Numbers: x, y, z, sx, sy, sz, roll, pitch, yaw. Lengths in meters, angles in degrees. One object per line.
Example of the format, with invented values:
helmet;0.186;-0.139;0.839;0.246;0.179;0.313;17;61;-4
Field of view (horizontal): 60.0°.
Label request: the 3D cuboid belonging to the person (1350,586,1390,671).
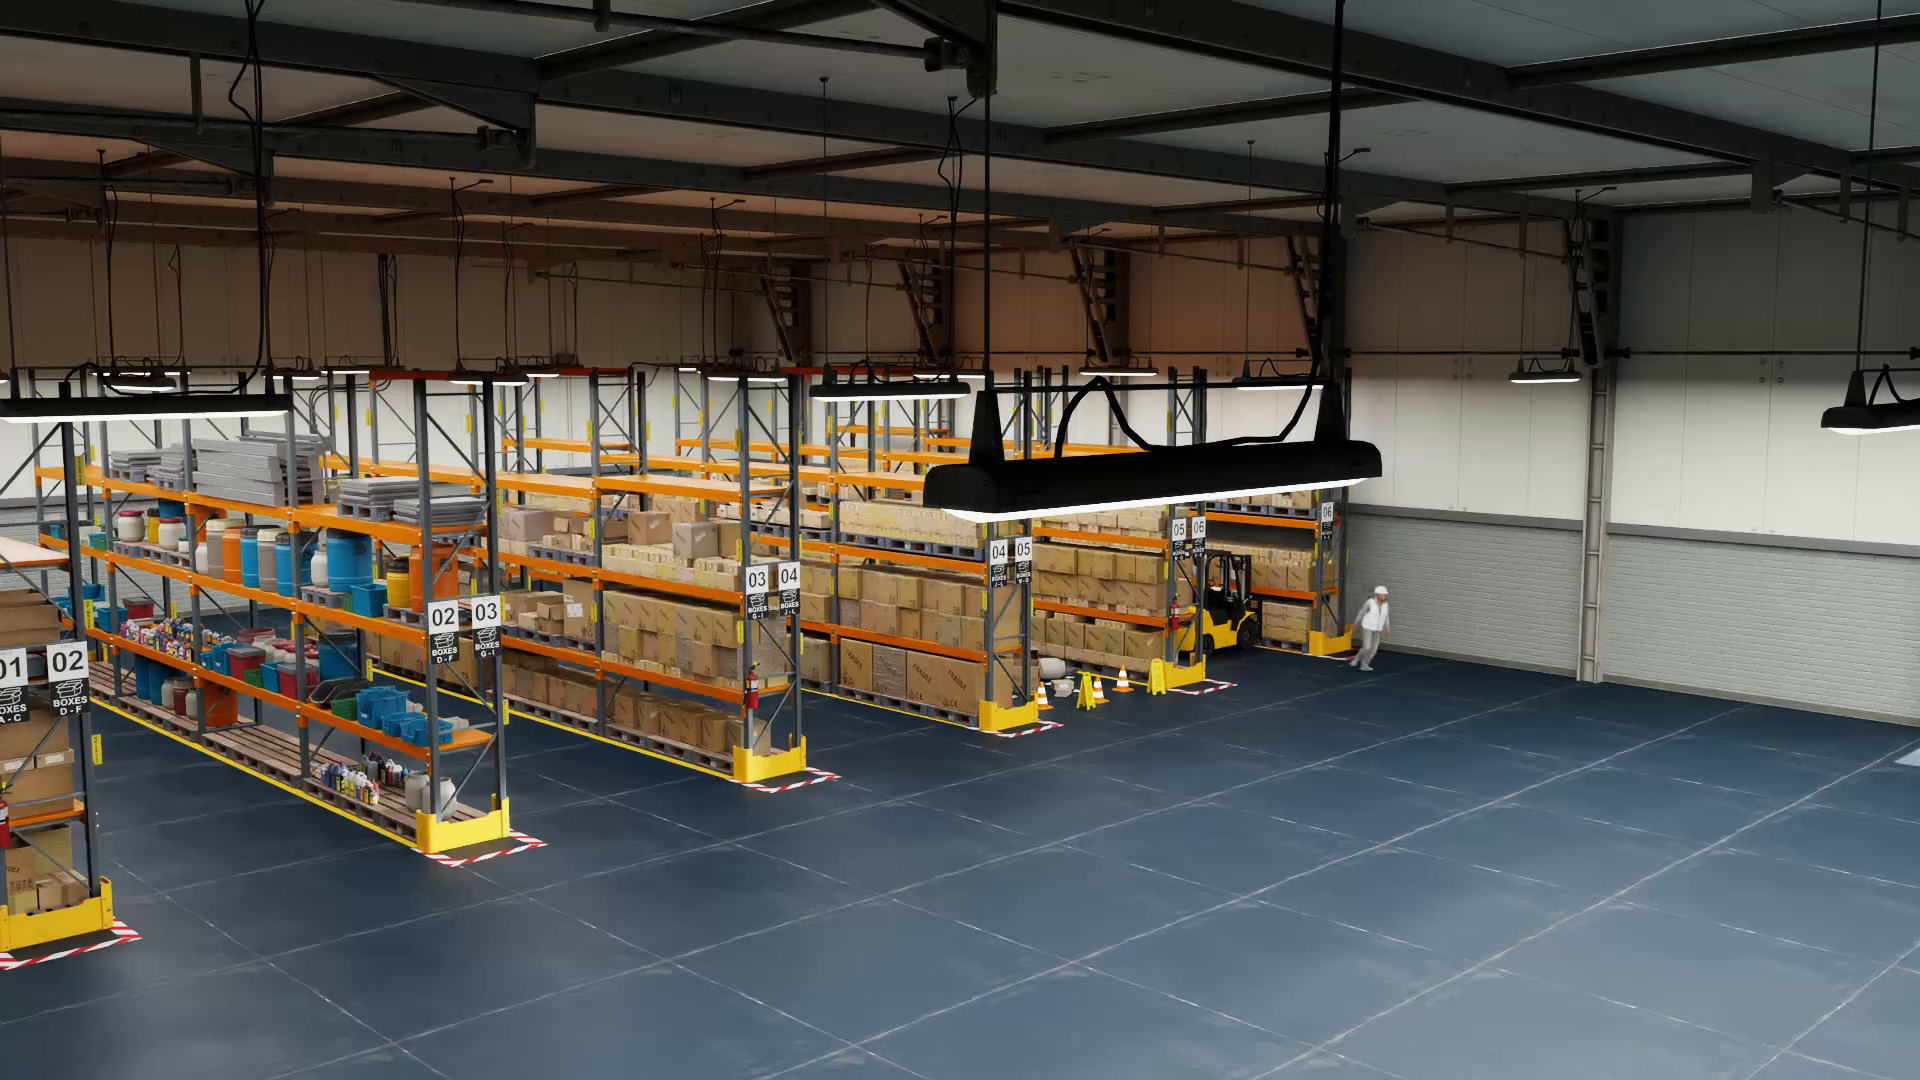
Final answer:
person;8.168;1.757;33.010;0.706;1.727;0.624;-3;7;-22
